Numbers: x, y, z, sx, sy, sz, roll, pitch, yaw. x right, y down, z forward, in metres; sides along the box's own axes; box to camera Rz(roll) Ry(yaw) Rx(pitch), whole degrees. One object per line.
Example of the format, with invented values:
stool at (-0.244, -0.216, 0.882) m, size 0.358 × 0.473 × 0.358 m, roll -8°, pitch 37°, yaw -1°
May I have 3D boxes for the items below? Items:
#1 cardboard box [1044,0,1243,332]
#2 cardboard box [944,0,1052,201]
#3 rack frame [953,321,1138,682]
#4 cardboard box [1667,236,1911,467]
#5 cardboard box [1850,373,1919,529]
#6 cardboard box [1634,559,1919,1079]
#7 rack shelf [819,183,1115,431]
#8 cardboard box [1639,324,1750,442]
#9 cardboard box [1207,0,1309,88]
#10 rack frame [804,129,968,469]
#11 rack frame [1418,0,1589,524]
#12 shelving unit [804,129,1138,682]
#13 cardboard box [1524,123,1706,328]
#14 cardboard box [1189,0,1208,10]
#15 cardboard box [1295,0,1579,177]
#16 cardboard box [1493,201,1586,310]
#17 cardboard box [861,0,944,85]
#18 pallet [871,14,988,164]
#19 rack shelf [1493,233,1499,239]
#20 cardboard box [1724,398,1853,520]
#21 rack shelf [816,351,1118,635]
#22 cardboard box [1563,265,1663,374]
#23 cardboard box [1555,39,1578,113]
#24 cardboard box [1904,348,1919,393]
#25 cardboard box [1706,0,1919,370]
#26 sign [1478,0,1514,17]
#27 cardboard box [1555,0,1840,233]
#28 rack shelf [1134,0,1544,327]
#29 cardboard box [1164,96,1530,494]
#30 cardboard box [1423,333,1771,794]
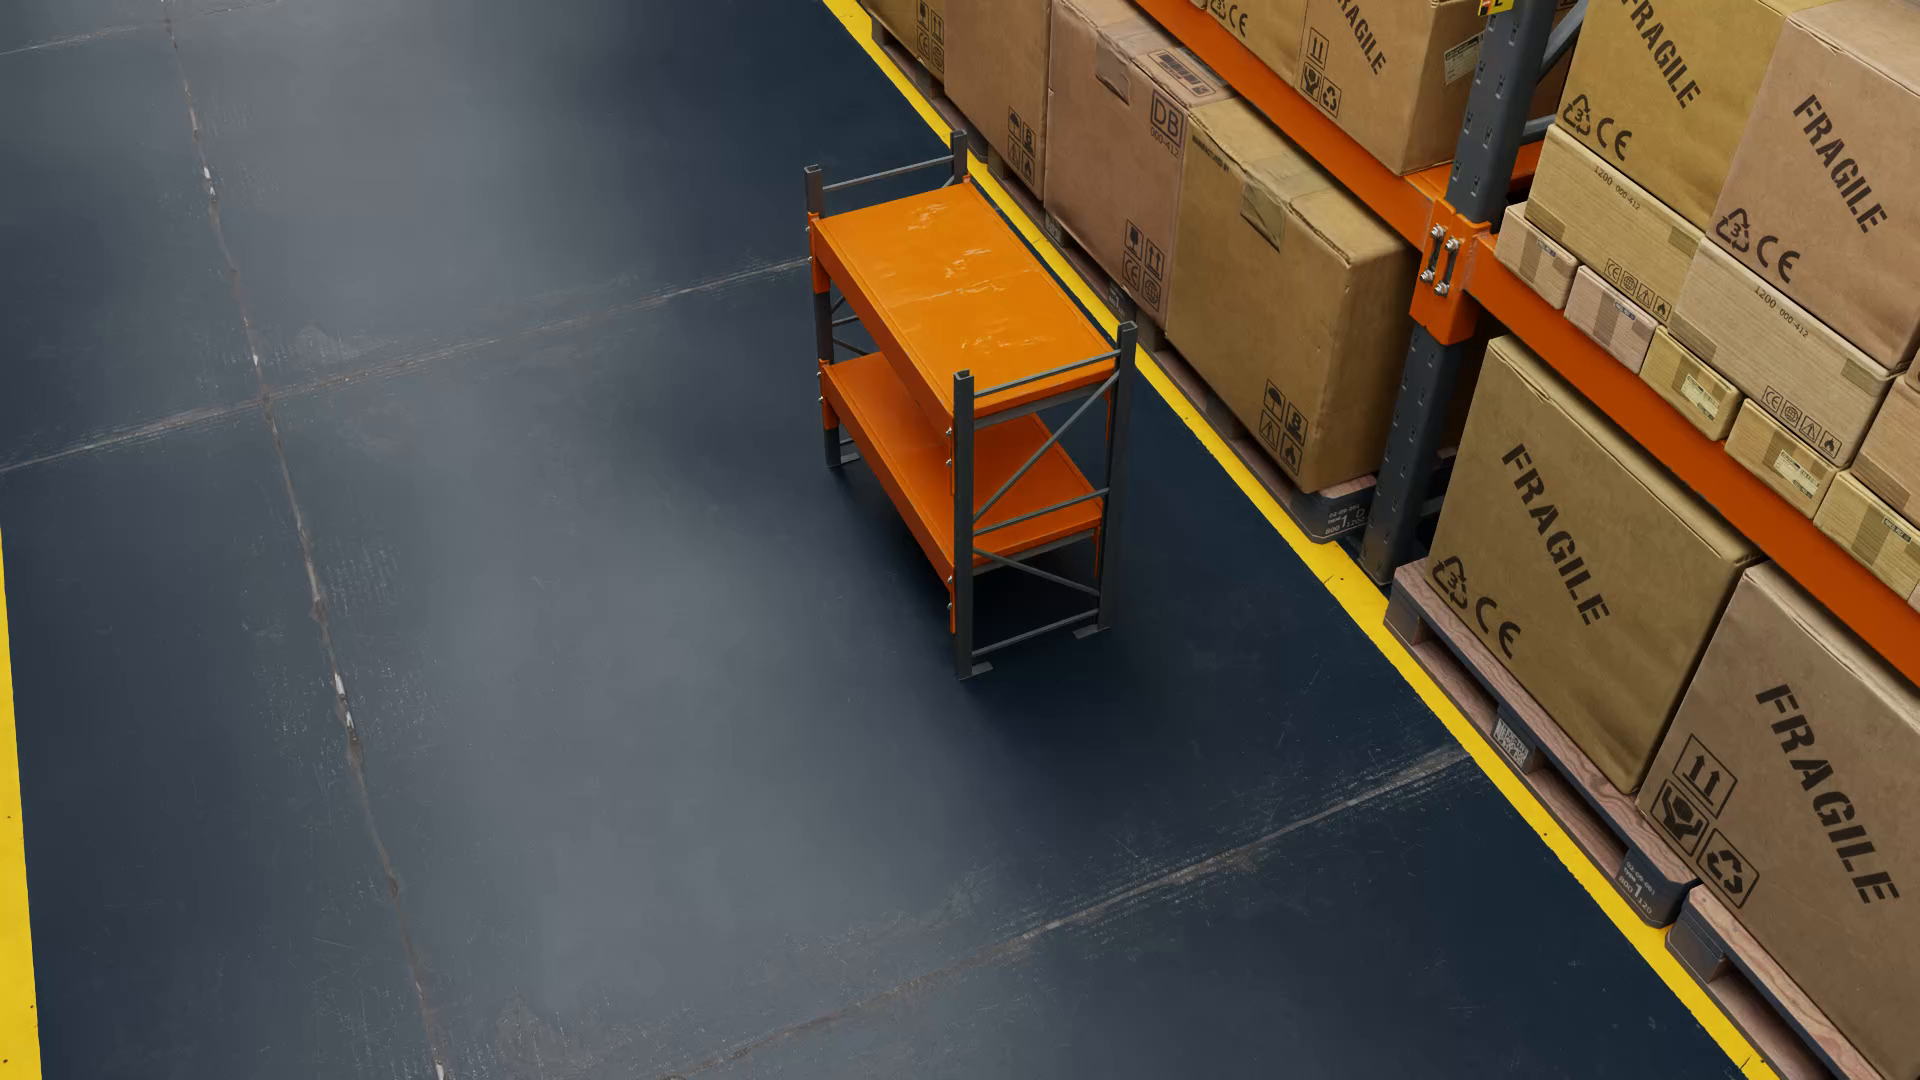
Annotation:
cardboard box at (1.050, -1.469, 5.817) m, size 1.225 × 0.875 × 0.875 m, roll -20°, pitch 48°, yaw -19°
cardboard box at (0.671, -2.031, 6.386) m, size 1.225 × 0.875 × 0.875 m, roll -18°, pitch 47°, yaw -17°
rack frame at (0.217, -0.072, 4.522) m, size 0.500 × 1.125 × 0.032 m, roll -18°, pitch 47°, yaw -17°
cardboard box at (1.878, -0.462, 3.478) m, size 0.500 × 0.250 × 0.500 m, roll -18°, pitch 47°, yaw -18°
cardboard box at (2.101, -0.134, 3.145) m, size 0.500 × 0.250 × 0.500 m, roll -17°, pitch 47°, yaw -16°
cardboard box at (2.297, 0.520, 3.801) m, size 0.875 × 0.875 × 0.875 m, roll -18°, pitch 47°, yaw -17°
rack shelf at (0.003, -0.657, 4.593) m, size 0.459 × 0.093 × 0.952 m, roll -18°, pitch 47°, yaw -17°
cardboard box at (1.758, -0.393, 3.692) m, size 0.380 × 0.149 × 0.250 m, roll -17°, pitch 47°, yaw -16°
cardboard box at (1.067, -1.675, 4.741) m, size 0.500 × 0.500 × 0.500 m, roll -17°, pitch 47°, yaw -16°
rack frame at (-0.211, -0.720, 5.179) m, size 0.500 × 1.125 × 0.032 m, roll -18°, pitch 47°, yaw -17°
rack frame at (1.711, -1.104, 4.233) m, size 0.949 × 2.616 × 0.053 m, roll -18°, pitch 47°, yaw -17°
shelving unit at (0.003, -0.396, 4.851) m, size 0.538 × 1.125 × 1.048 m, roll -18°, pitch 47°, yaw -17°
cardboard box at (1.673, -0.780, 3.800) m, size 0.500 × 0.250 × 0.500 m, roll -19°, pitch 48°, yaw -18°
cardboard box at (0.841, -2.006, 5.076) m, size 0.500 × 0.500 × 0.500 m, roll -19°, pitch 48°, yaw -18°
cardboard box at (1.269, -1.358, 4.419) m, size 0.500 × 0.500 × 0.500 m, roll -18°, pitch 47°, yaw -17°
cardboard box at (1.536, -0.729, 4.032) m, size 0.380 × 0.149 × 0.250 m, roll -18°, pitch 47°, yaw -17°
cardboard box at (0.303, -2.601, 6.964) m, size 1.225 × 0.875 × 0.875 m, roll -20°, pitch 48°, yaw -19°
pallet at (0.295, -2.136, 7.265) m, size 1.003 × 0.211 × 1.213 m, roll -18°, pitch 47°, yaw -17°
rack shelf at (2.554, 0.356, 3.126) m, size 0.919 × 0.124 × 3.809 m, roll -18°, pitch 47°, yaw -17°
cardboard box at (1.870, -0.226, 3.523) m, size 0.380 × 0.149 × 0.250 m, roll -19°, pitch 48°, yaw -18°
rack shelf at (0.003, -0.222, 5.022) m, size 0.538 × 0.278 × 1.000 m, roll -18°, pitch 47°, yaw -17°
cardboard box at (1.647, -0.561, 3.862) m, size 0.380 × 0.149 × 0.250 m, roll -20°, pitch 48°, yaw -19°
cardboard box at (1.747, -1.507, 4.571) m, size 0.500 × 0.500 × 0.500 m, roll -18°, pitch 47°, yaw -17°
cardboard box at (2.106, -0.397, 2.878) m, size 0.500 × 0.500 × 0.500 m, roll -19°, pitch 48°, yaw -19°
cardboard box at (1.883, -0.727, 3.213) m, size 0.500 × 0.500 × 0.500 m, roll -18°, pitch 47°, yaw -17°
sign at (1.225, -1.322, 3.686) m, size 0.100 × 0.325 × 0.005 m, roll -18°, pitch 47°, yaw -17°
cardboard box at (1.683, -1.043, 3.533) m, size 0.500 × 0.500 × 0.500 m, roll -18°, pitch 47°, yaw -17°
rack shelf at (0.873, -2.123, 5.778) m, size 1.077 × 0.370 × 4.000 m, roll -18°, pitch 47°, yaw -17°
cardboard box at (1.426, -0.900, 5.240) m, size 1.225 × 0.875 × 0.875 m, roll -18°, pitch 47°, yaw -17°
cardboard box at (1.918, -0.054, 4.382) m, size 0.875 × 0.875 × 0.875 m, roll -18°, pitch 47°, yaw -17°
